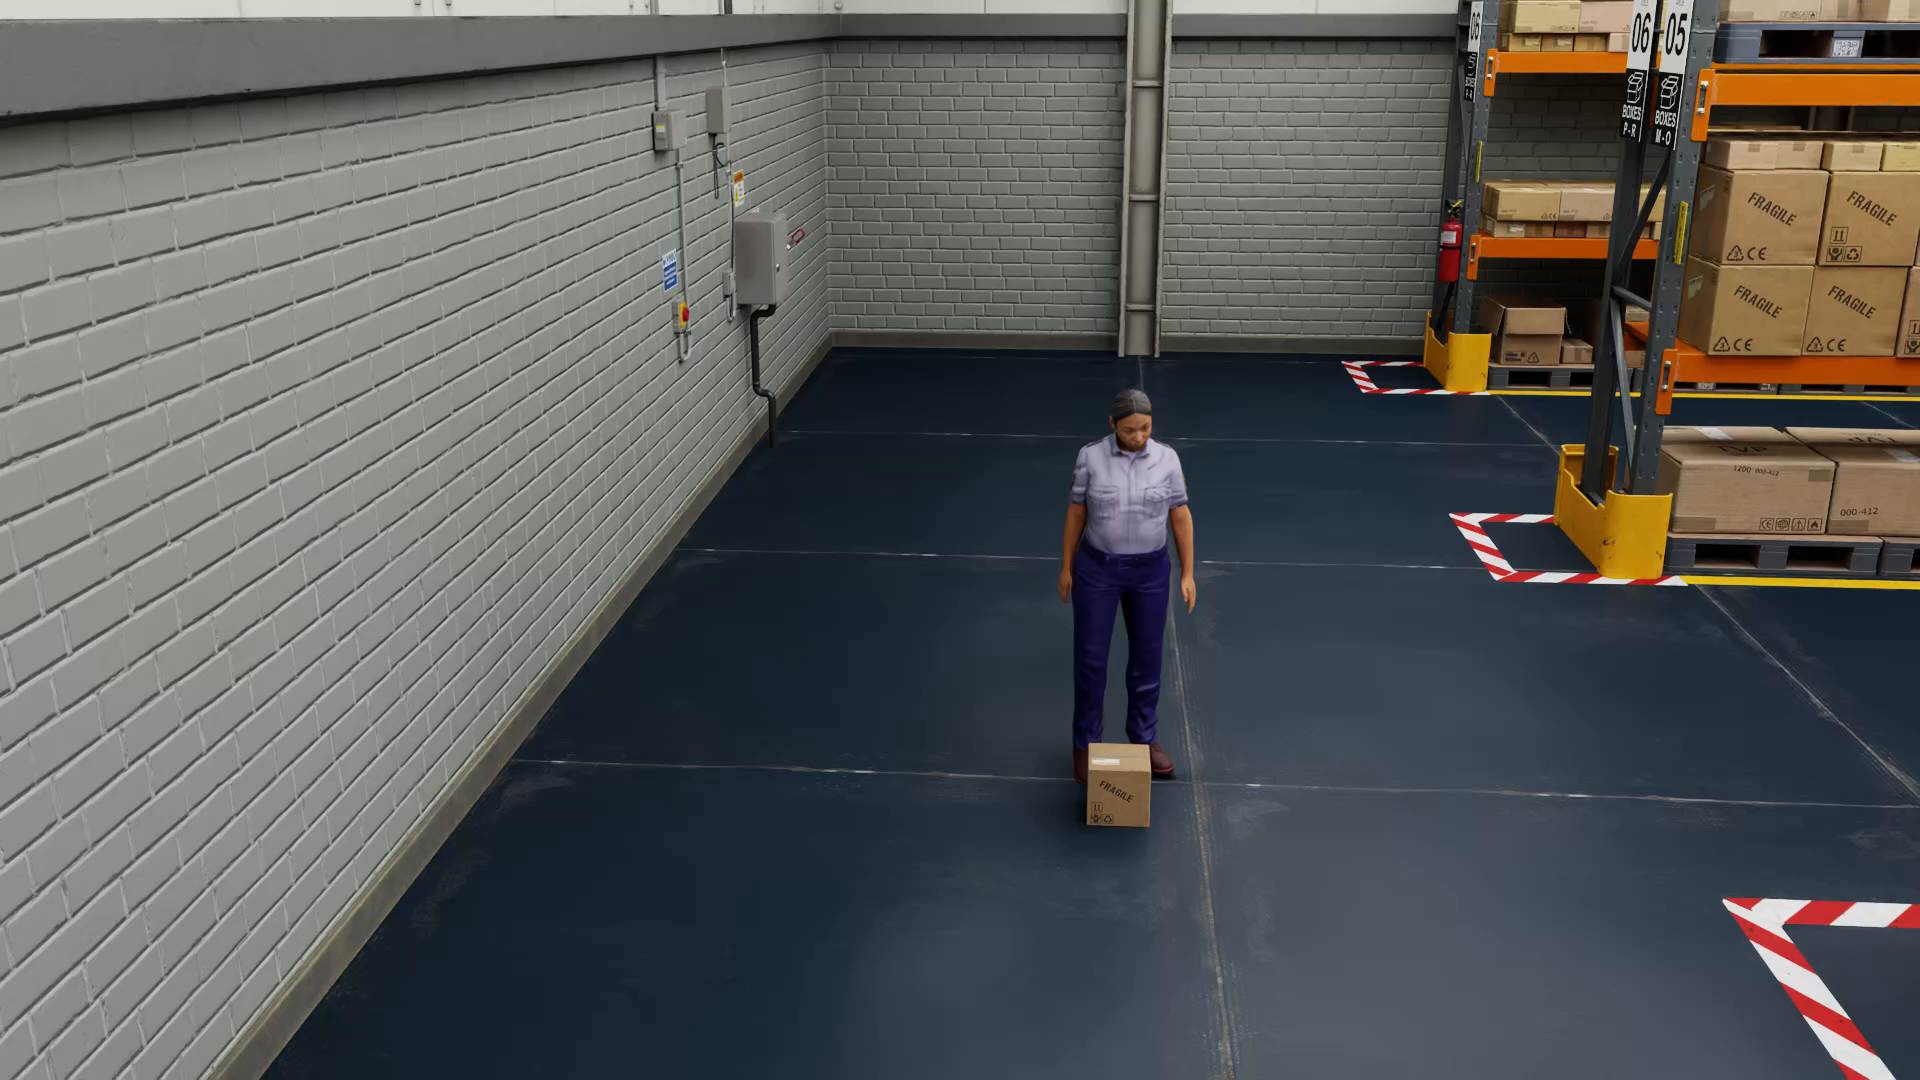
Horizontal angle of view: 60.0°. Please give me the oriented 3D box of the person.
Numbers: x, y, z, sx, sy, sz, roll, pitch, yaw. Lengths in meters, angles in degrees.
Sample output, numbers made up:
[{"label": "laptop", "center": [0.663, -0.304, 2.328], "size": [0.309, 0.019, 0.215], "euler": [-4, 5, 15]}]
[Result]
[{"label": "person", "center": [0.709, 0.190, 6.959], "size": [0.561, 1.673, 0.420], "euler": [-1, 18, -5]}]
